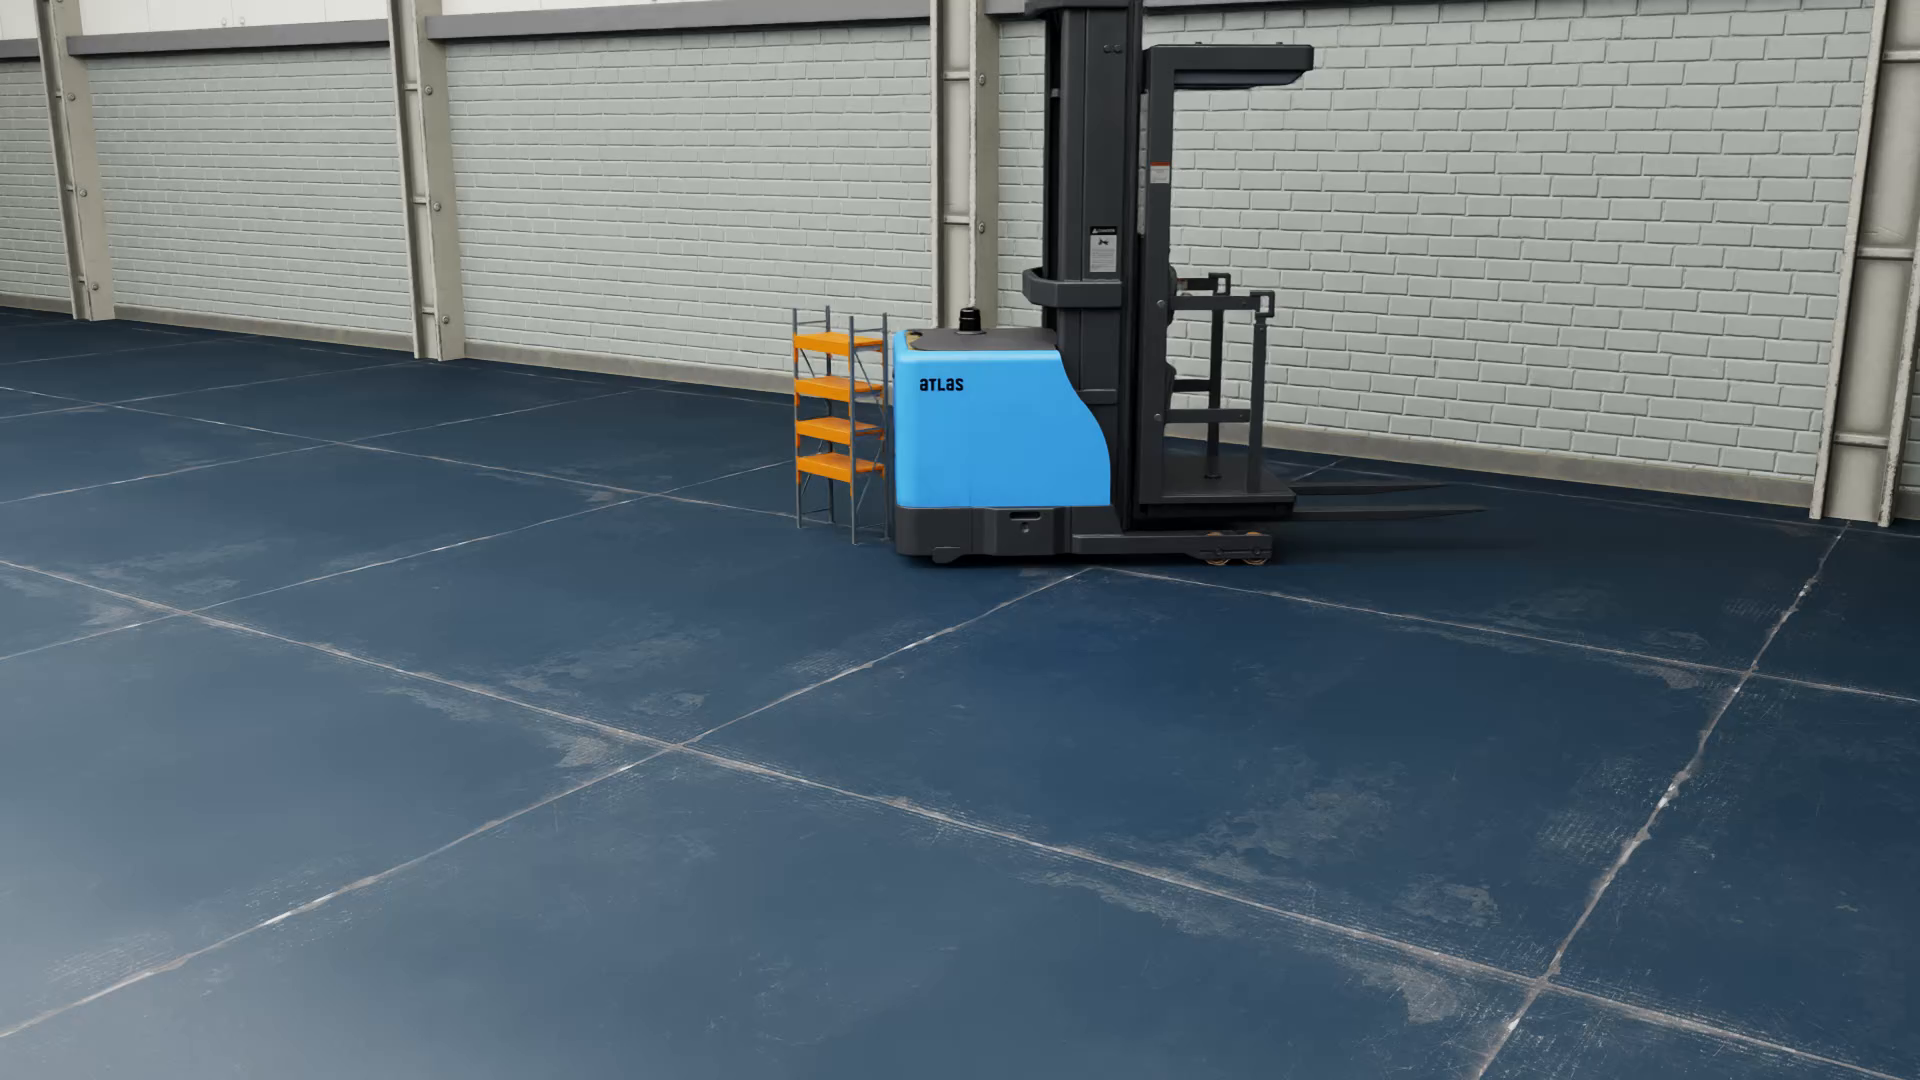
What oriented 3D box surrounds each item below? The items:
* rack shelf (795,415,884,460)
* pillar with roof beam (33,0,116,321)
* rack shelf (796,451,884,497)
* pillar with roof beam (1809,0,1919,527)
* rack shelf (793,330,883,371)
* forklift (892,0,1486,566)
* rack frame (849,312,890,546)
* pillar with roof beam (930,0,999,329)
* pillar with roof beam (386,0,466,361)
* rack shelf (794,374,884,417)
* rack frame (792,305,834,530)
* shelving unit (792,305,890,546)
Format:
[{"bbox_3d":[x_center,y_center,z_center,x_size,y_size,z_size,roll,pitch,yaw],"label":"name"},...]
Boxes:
[{"bbox_3d":[-0.630,-0.549,8.824,0.258,0.148,0.480,-12,18,-40],"label":"rack shelf"},{"bbox_3d":[-12.326,-6.052,14.543,0.400,9.000,9.100,9,17,33],"label":"pillar with roof beam"},{"bbox_3d":[-0.630,-0.356,8.872,0.258,0.148,0.480,-12,18,-40],"label":"rack shelf"},{"bbox_3d":[2.609,-3.638,4.792,0.400,9.000,9.100,9,17,33],"label":"pillar with roof beam"},{"bbox_3d":[-0.630,-0.996,8.713,0.258,0.148,0.480,-12,18,-40],"label":"rack shelf"},{"bbox_3d":[1.165,-1.421,8.463,3.031,2.935,1.130,-1,14,-3],"label":"forklift"},{"bbox_3d":[-0.468,-0.570,8.630,0.240,1.200,0.015,-12,18,-40],"label":"rack frame"},{"bbox_3d":[-2.369,-4.443,8.042,0.400,9.000,9.100,9,17,33],"label":"pillar with roof beam"},{"bbox_3d":[-7.348,-5.247,11.293,0.400,9.000,9.100,9,17,33],"label":"pillar with roof beam"},{"bbox_3d":[-0.630,-0.766,8.770,0.258,0.148,0.480,-12,18,-40],"label":"rack shelf"},{"bbox_3d":[-0.792,-0.658,8.985,0.240,1.200,0.015,-12,18,-40],"label":"rack frame"},{"bbox_3d":[-0.630,-0.614,8.808,0.258,1.200,0.503,-12,18,-40],"label":"shelving unit"}]
